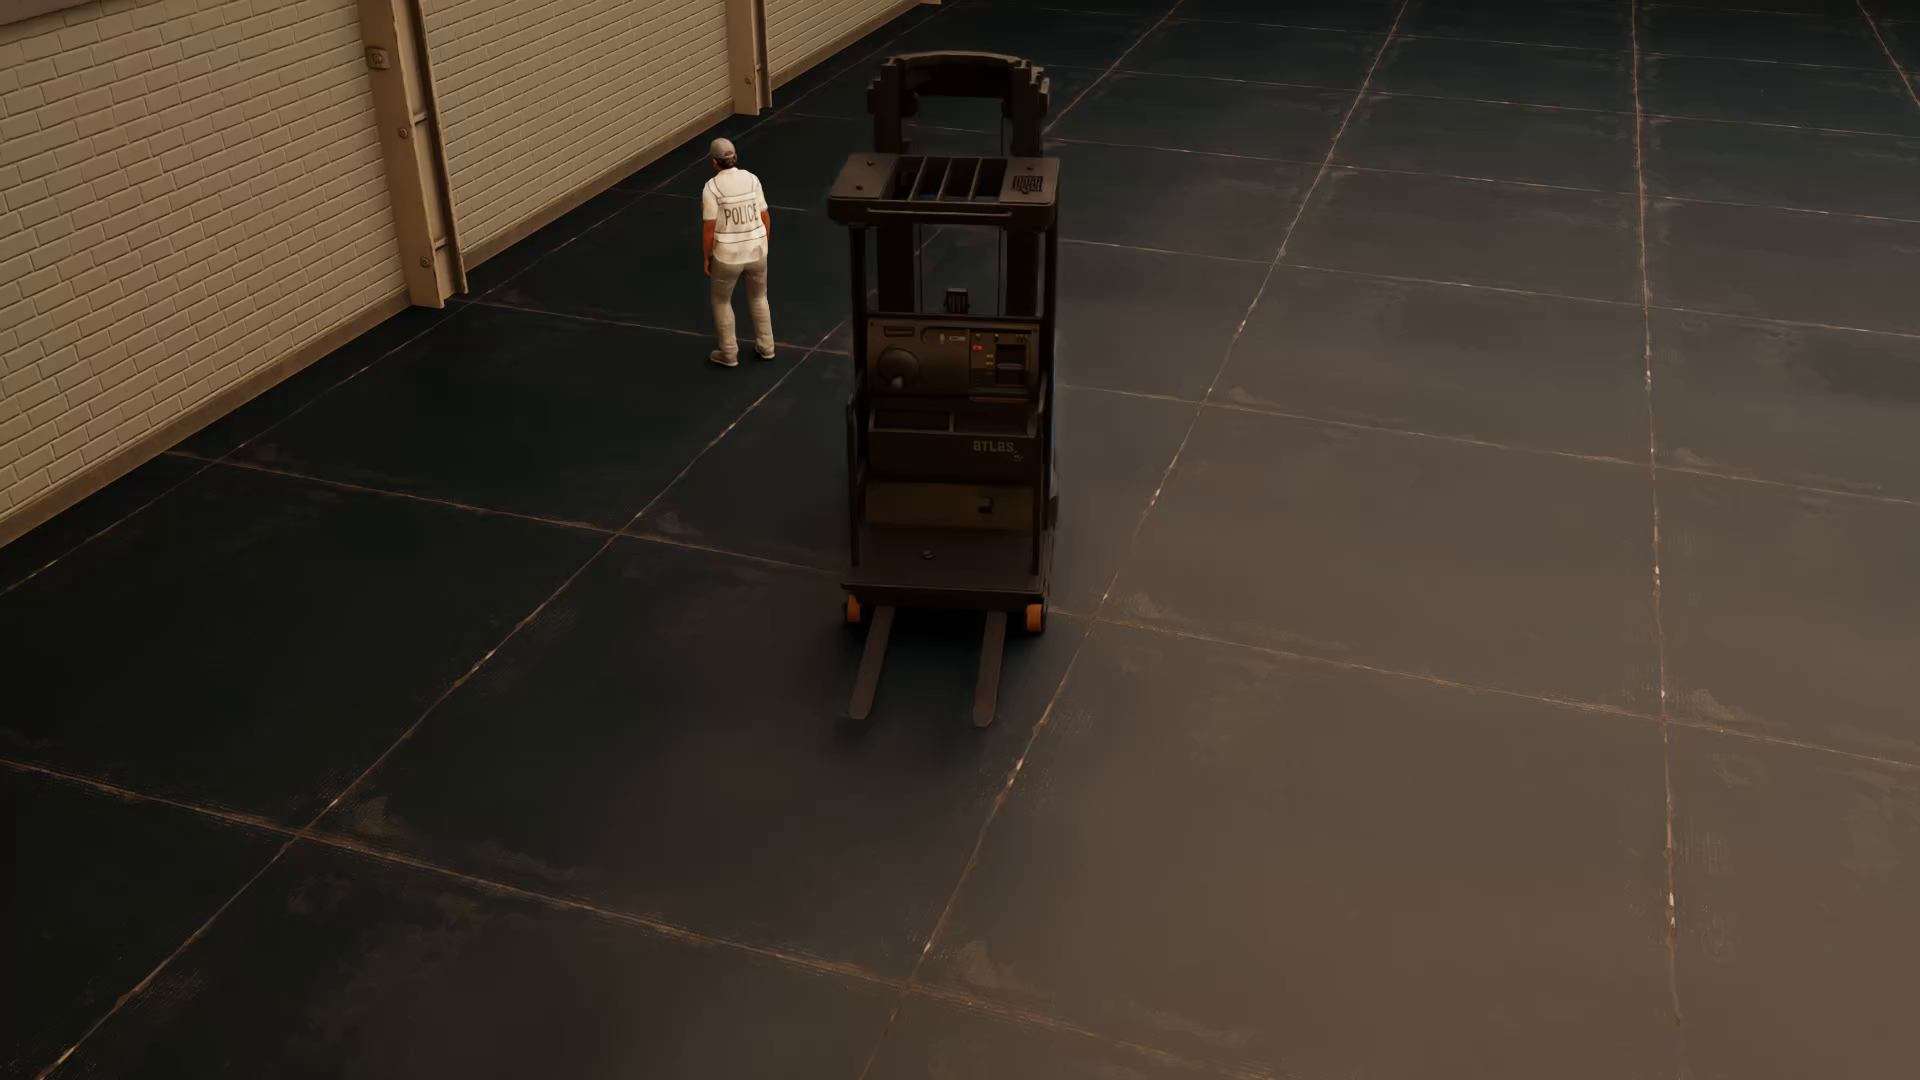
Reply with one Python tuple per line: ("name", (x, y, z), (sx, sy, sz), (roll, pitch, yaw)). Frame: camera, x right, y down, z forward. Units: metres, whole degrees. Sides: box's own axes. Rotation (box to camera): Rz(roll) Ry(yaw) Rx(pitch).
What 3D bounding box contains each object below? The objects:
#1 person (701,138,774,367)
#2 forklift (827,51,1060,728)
("person", (-1.627, -2.081, 12.071), (0.535, 1.667, 0.466), (-16, 34, -26))
("forklift", (-0.057, -0.936, 8.779), (1.130, 2.935, 3.031), (3, 30, 5))
